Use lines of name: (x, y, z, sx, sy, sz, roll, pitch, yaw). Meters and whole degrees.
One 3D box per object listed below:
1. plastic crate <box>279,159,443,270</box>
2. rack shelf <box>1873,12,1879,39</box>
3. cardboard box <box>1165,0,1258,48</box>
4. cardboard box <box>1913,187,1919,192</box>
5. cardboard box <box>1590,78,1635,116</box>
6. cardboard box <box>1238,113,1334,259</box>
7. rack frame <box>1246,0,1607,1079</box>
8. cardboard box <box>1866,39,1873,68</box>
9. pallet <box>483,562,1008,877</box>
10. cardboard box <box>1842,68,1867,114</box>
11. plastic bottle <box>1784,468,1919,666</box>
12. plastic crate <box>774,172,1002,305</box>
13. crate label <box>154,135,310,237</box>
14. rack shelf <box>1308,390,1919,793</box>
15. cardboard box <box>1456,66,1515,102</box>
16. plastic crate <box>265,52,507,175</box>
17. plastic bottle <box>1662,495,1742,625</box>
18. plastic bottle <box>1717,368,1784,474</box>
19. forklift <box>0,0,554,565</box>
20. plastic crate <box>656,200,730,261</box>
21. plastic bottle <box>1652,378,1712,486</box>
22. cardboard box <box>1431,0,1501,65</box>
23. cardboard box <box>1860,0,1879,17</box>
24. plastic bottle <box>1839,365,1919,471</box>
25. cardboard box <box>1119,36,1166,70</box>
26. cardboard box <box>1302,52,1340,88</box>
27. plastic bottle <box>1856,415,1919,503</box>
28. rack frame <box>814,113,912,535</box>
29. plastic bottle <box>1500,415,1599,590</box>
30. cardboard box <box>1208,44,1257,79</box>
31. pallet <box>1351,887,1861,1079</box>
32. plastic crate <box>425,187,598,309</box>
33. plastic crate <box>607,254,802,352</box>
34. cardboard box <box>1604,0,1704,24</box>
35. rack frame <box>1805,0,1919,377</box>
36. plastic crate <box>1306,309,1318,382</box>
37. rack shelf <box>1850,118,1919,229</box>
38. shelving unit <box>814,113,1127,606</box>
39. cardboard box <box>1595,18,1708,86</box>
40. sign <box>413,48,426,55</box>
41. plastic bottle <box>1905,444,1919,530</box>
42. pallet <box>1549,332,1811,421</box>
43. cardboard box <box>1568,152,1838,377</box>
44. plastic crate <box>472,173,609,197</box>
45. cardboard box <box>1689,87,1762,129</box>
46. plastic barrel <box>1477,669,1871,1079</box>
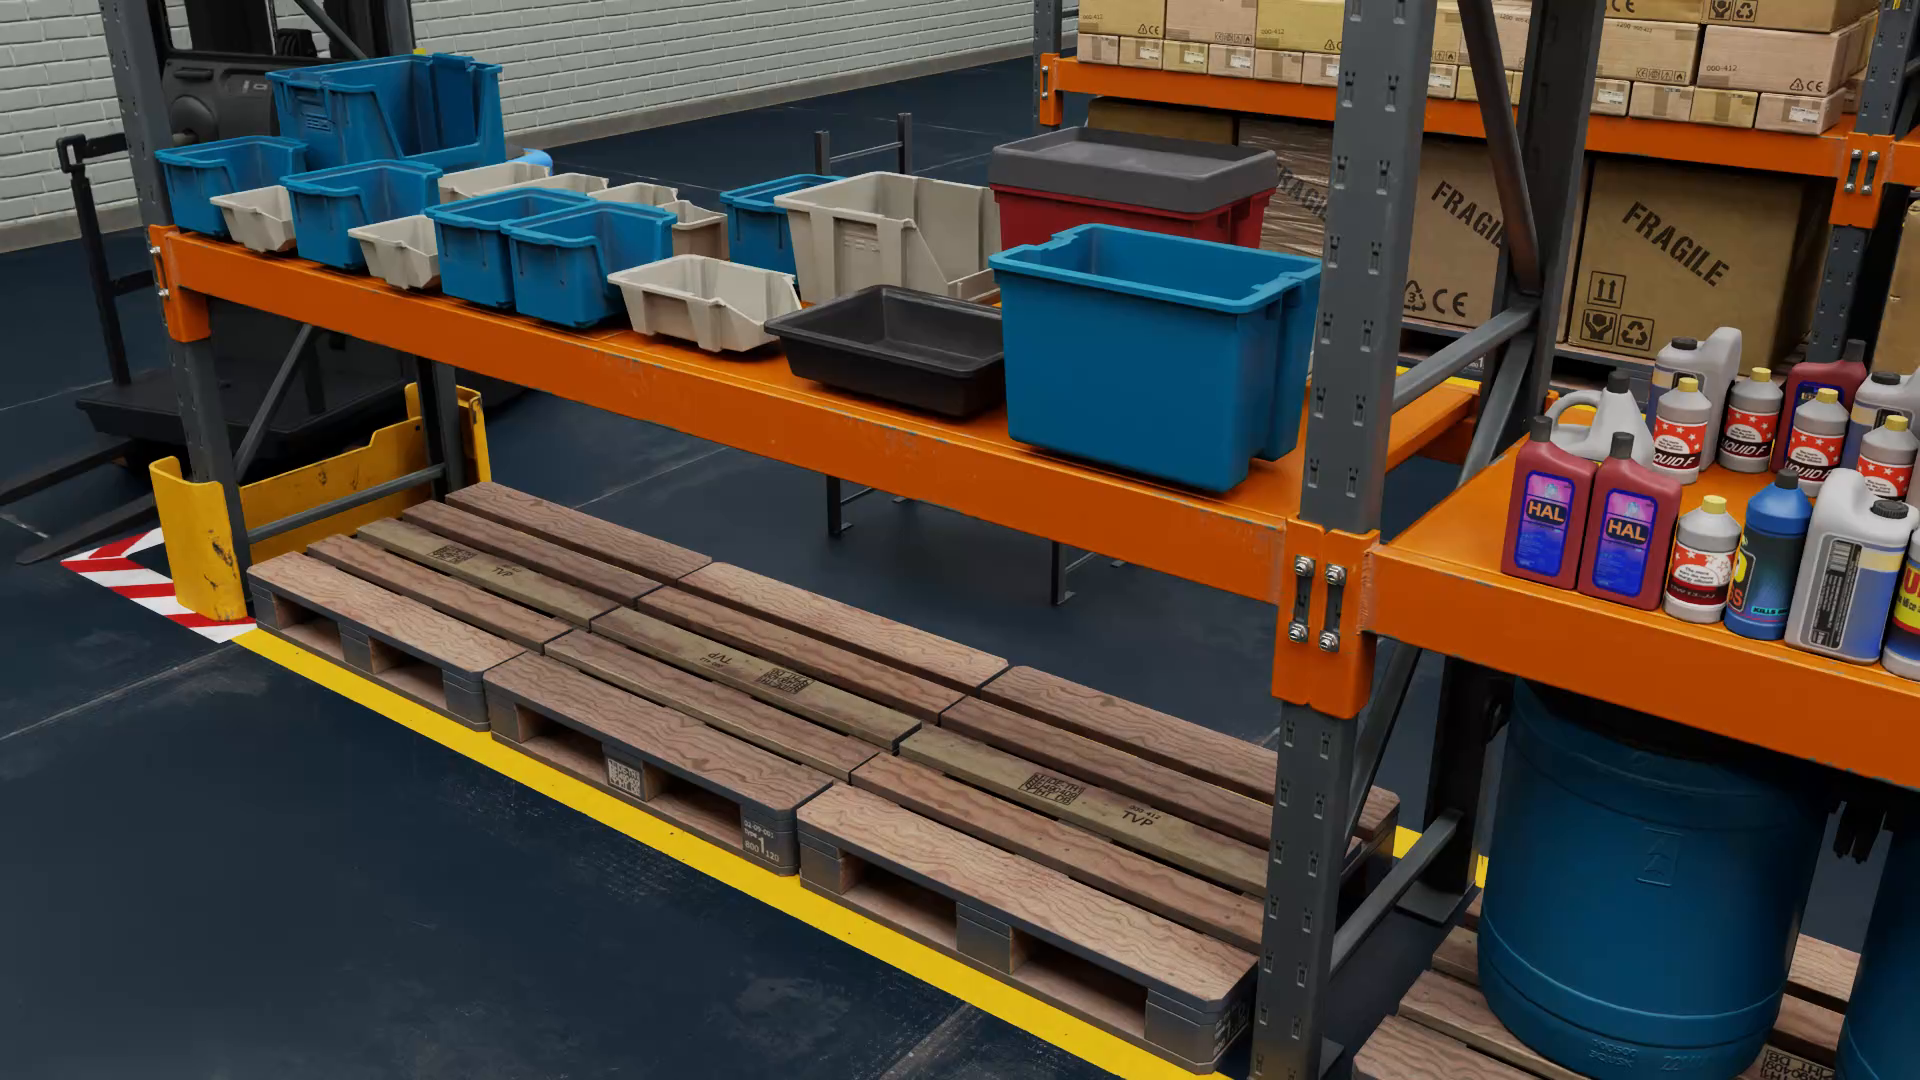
plastic crate: (-1.707, -0.938, 4.792, 0.300, 0.233, 0.416, 17, 29, 33)
rack shelf: (5.393, -3.673, 11.759, 4.000, 0.370, 1.077, 17, 29, 33)
cardboard box: (1.379, -2.651, 8.363, 0.500, 0.250, 0.500, 16, 29, 33)
cardboard box: (6.475, -2.391, 10.972, 0.250, 0.149, 0.380, 17, 29, 34)
cardboard box: (2.880, -1.982, 7.341, 0.250, 0.149, 0.380, 17, 29, 34)
cardboard box: (2.025, -1.781, 8.686, 0.875, 0.875, 0.875, 17, 29, 33)
rack frame: (0.967, -0.345, 3.312, 0.127, 3.000, 1.000, 17, 29, 33)
cardboard box: (8.726, -4.563, 15.542, 0.875, 0.438, 0.875, 16, 28, 32)
pallet: (-0.625, 0.471, 4.919, 1.213, 0.211, 1.003, 17, 29, 33)
cardboard box: (3.900, -2.007, 7.396, 0.250, 0.149, 0.380, 17, 29, 33)
plastic bottle: (1.402, 0.035, 2.604, 0.135, 0.276, 0.152, 17, 29, 33)
plastic crate: (-0.144, -0.747, 4.297, 0.530, 0.282, 0.437, 17, 29, 33)
crate label: (-2.233, -1.097, 5.153, 0.303, 0.233, 0.416, 17, 29, 33)
rack shelf: (2.568, 0.468, 2.360, 4.000, 0.370, 1.077, 17, 29, 33)
cardboard box: (2.469, -2.107, 7.622, 0.250, 0.149, 0.380, 16, 29, 32)
plastic crate: (-1.854, -1.335, 5.442, 0.499, 0.435, 0.616, 17, 29, 33)
plastic bottle: (1.215, 0.027, 2.716, 0.097, 0.201, 0.097, 0, 24, 0)
plastic bottle: (1.586, -0.244, 3.329, 0.097, 0.201, 0.097, 0, 24, 0)
forklift: (-2.867, -1.676, 6.418, 1.130, 2.935, 3.031, 9, 25, 19)
plastic crate: (-0.764, -0.880, 4.780, 0.250, 0.136, 0.298, 17, 29, 33)
plastic bottle: (1.416, -0.218, 3.271, 0.097, 0.201, 0.097, 0, 24, 0)
cardboard box: (2.200, -2.404, 7.802, 0.500, 0.250, 0.500, 16, 28, 32)
cardboard box: (3.708, -2.552, 7.208, 0.500, 0.500, 0.500, 17, 29, 33)
plastic bottle: (1.769, -0.209, 3.157, 0.135, 0.276, 0.152, 17, 29, 33)
cardboard box: (1.029, -2.541, 8.609, 0.250, 0.149, 0.380, 16, 29, 33)
cardboard box: (1.853, -2.293, 8.045, 0.250, 0.149, 0.380, 16, 29, 33)
plastic bottle: (1.709, -0.130, 3.071, 0.097, 0.201, 0.097, 0, 24, 0)
rack frame: (-0.339, -0.789, 6.180, 0.032, 1.500, 0.500, 17, 29, 33)
plastic bottle: (1.005, -0.065, 2.822, 0.133, 0.283, 0.061, 17, 29, 33)
cardboard box: (1.444, -2.417, 8.327, 0.250, 0.149, 0.380, 16, 29, 33)
pallet: (1.560, 1.131, 3.421, 1.213, 0.211, 1.003, 17, 29, 33)
plastic crate: (-1.180, -0.779, 4.430, 0.300, 0.233, 0.416, 17, 29, 33)
plastic crate: (-0.607, -0.576, 4.089, 0.466, 0.136, 0.293, 17, 29, 33)
cardboard box: (3.011, -2.501, 7.093, 0.500, 0.500, 0.500, 17, 29, 34)
rack frame: (3.938, -1.943, 6.939, 0.127, 3.000, 1.000, 17, 29, 33)
plastic crate: (0.680, -0.410, 3.714, 0.243, 0.136, 0.396, 17, 29, 33)
rack shelf: (5.538, -1.130, 5.987, 4.000, 0.370, 1.077, 17, 29, 33)
shelving unit: (0.068, -0.666, 5.901, 1.048, 1.500, 0.538, 17, 29, 33)
cardboard box: (3.011, -2.157, 7.242, 0.500, 0.250, 0.500, 18, 29, 35)
sign: (-1.917, -1.568, 5.887, 0.005, 0.325, 0.100, 17, 29, 33)
plastic bottle: (1.812, -0.159, 2.952, 0.185, 0.351, 0.144, 17, 29, 33)
pallet: (3.376, -0.876, 7.976, 1.213, 0.211, 1.003, 17, 29, 33)
cardboard box: (3.458, -1.348, 7.704, 0.875, 0.875, 0.875, 17, 29, 33)
plastic crate: (-1.249, -1.005, 5.064, 0.243, 0.136, 0.396, 17, 29, 33)
cardboard box: (3.291, -1.858, 7.059, 0.250, 0.149, 0.380, 17, 29, 34)
plastic barrel: (1.392, 0.560, 3.340, 0.708, 0.901, 0.600, 17, 29, 33)
